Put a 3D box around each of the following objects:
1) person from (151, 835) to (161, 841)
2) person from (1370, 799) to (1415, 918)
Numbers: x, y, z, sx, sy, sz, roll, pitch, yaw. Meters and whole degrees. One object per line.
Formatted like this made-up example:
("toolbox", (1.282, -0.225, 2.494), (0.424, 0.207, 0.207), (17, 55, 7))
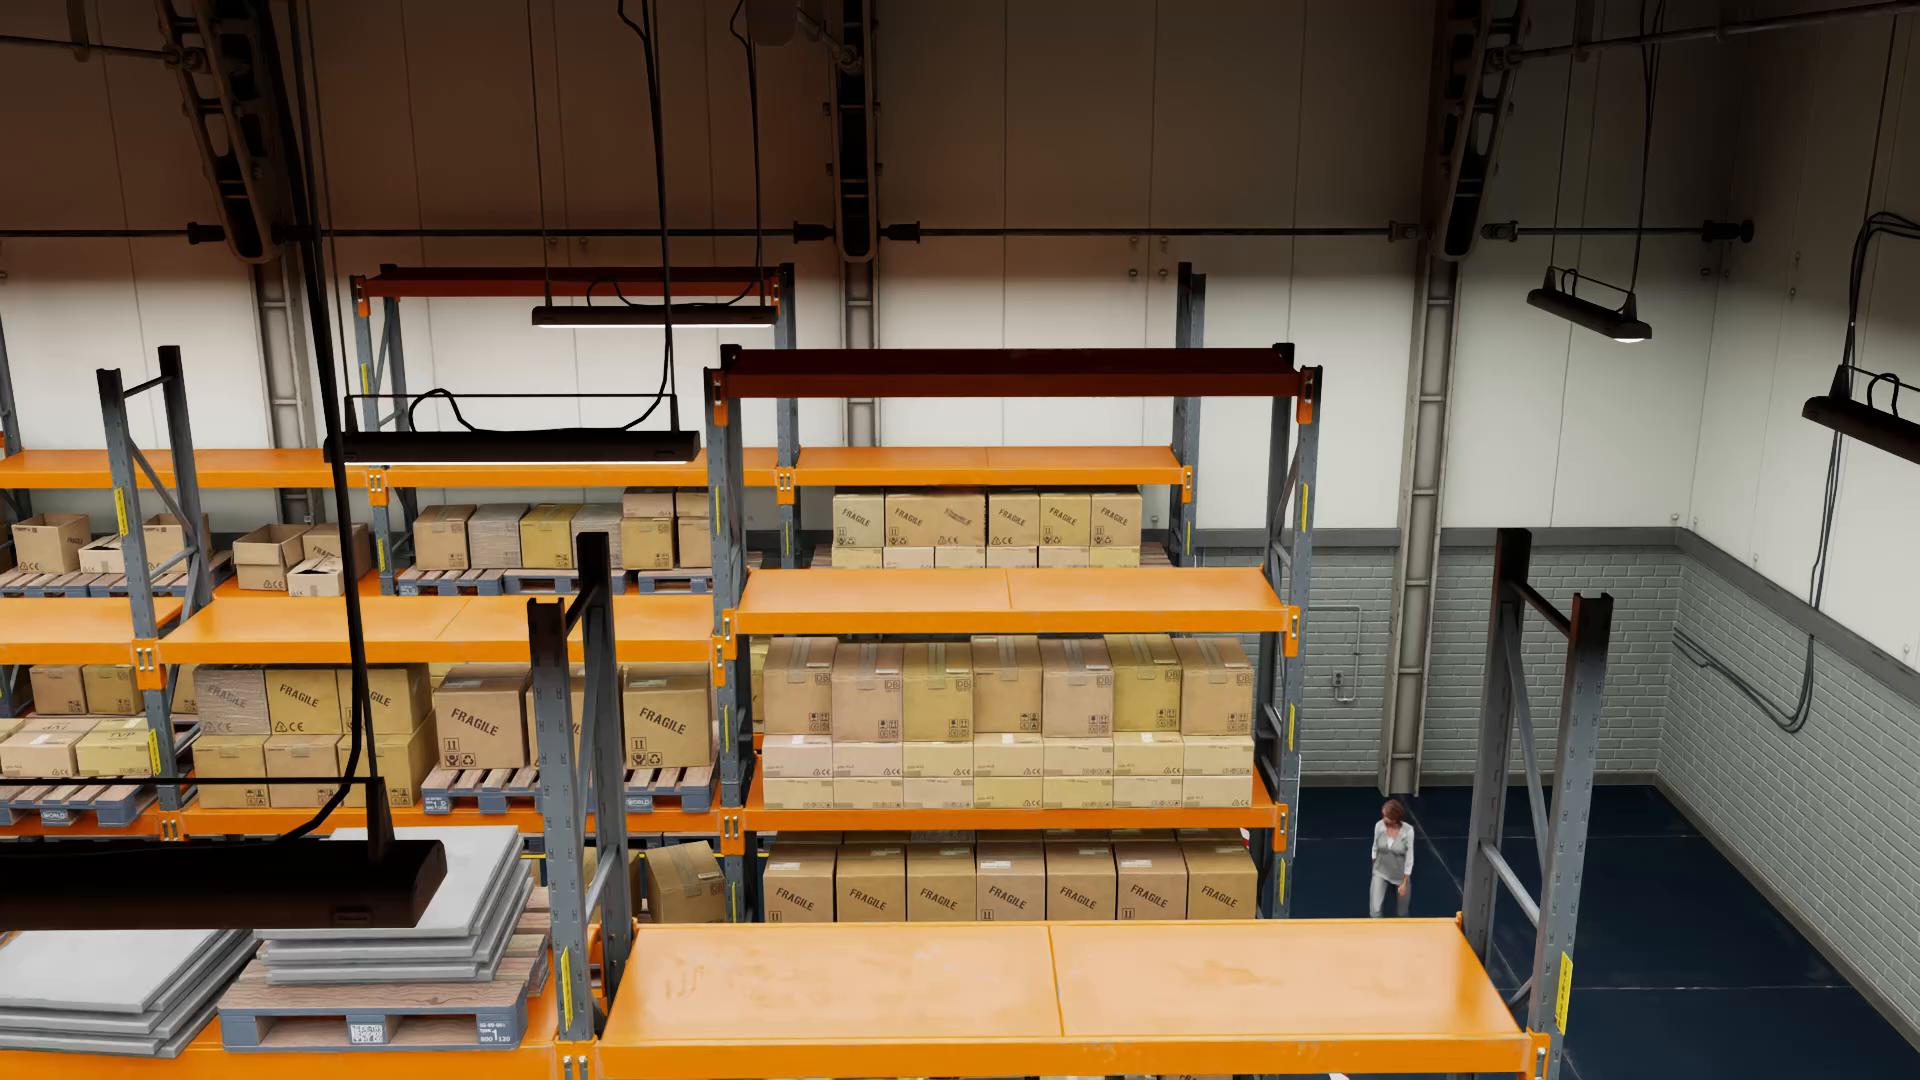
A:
("person", (-6.866, 3.266, 14.387), (0.806, 1.671, 0.475), (4, 17, 13))
("person", (3.966, 3.102, 15.315), (0.400, 1.431, 0.963), (7, 18, 23))
